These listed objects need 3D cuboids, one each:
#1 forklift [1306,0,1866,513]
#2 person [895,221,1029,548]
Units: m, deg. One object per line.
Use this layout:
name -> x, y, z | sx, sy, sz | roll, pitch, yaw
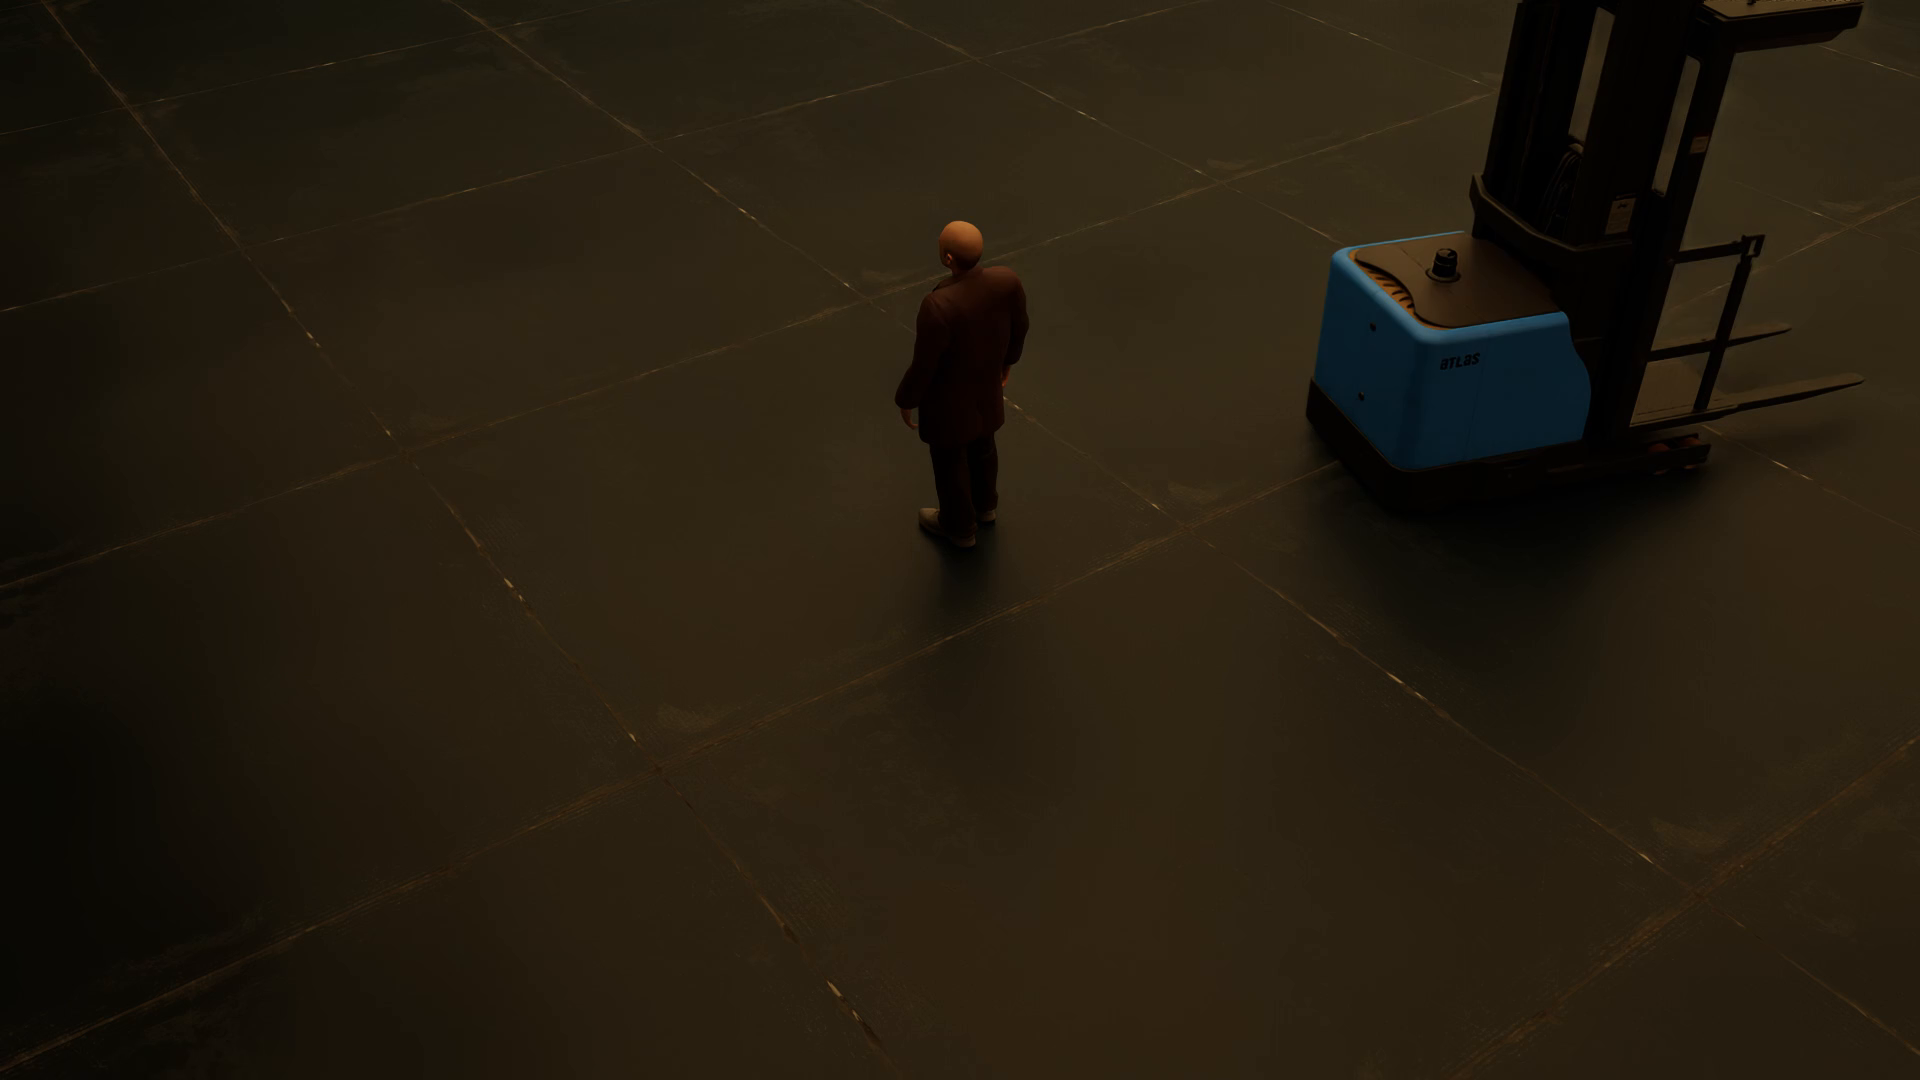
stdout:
forklift -> 3.493, -1.817, 8.402 | 3.031, 2.935, 1.130 | -10, 38, -14
person -> -0.049, -0.766, 7.939 | 0.696, 1.776, 0.582 | -23, 42, -28
